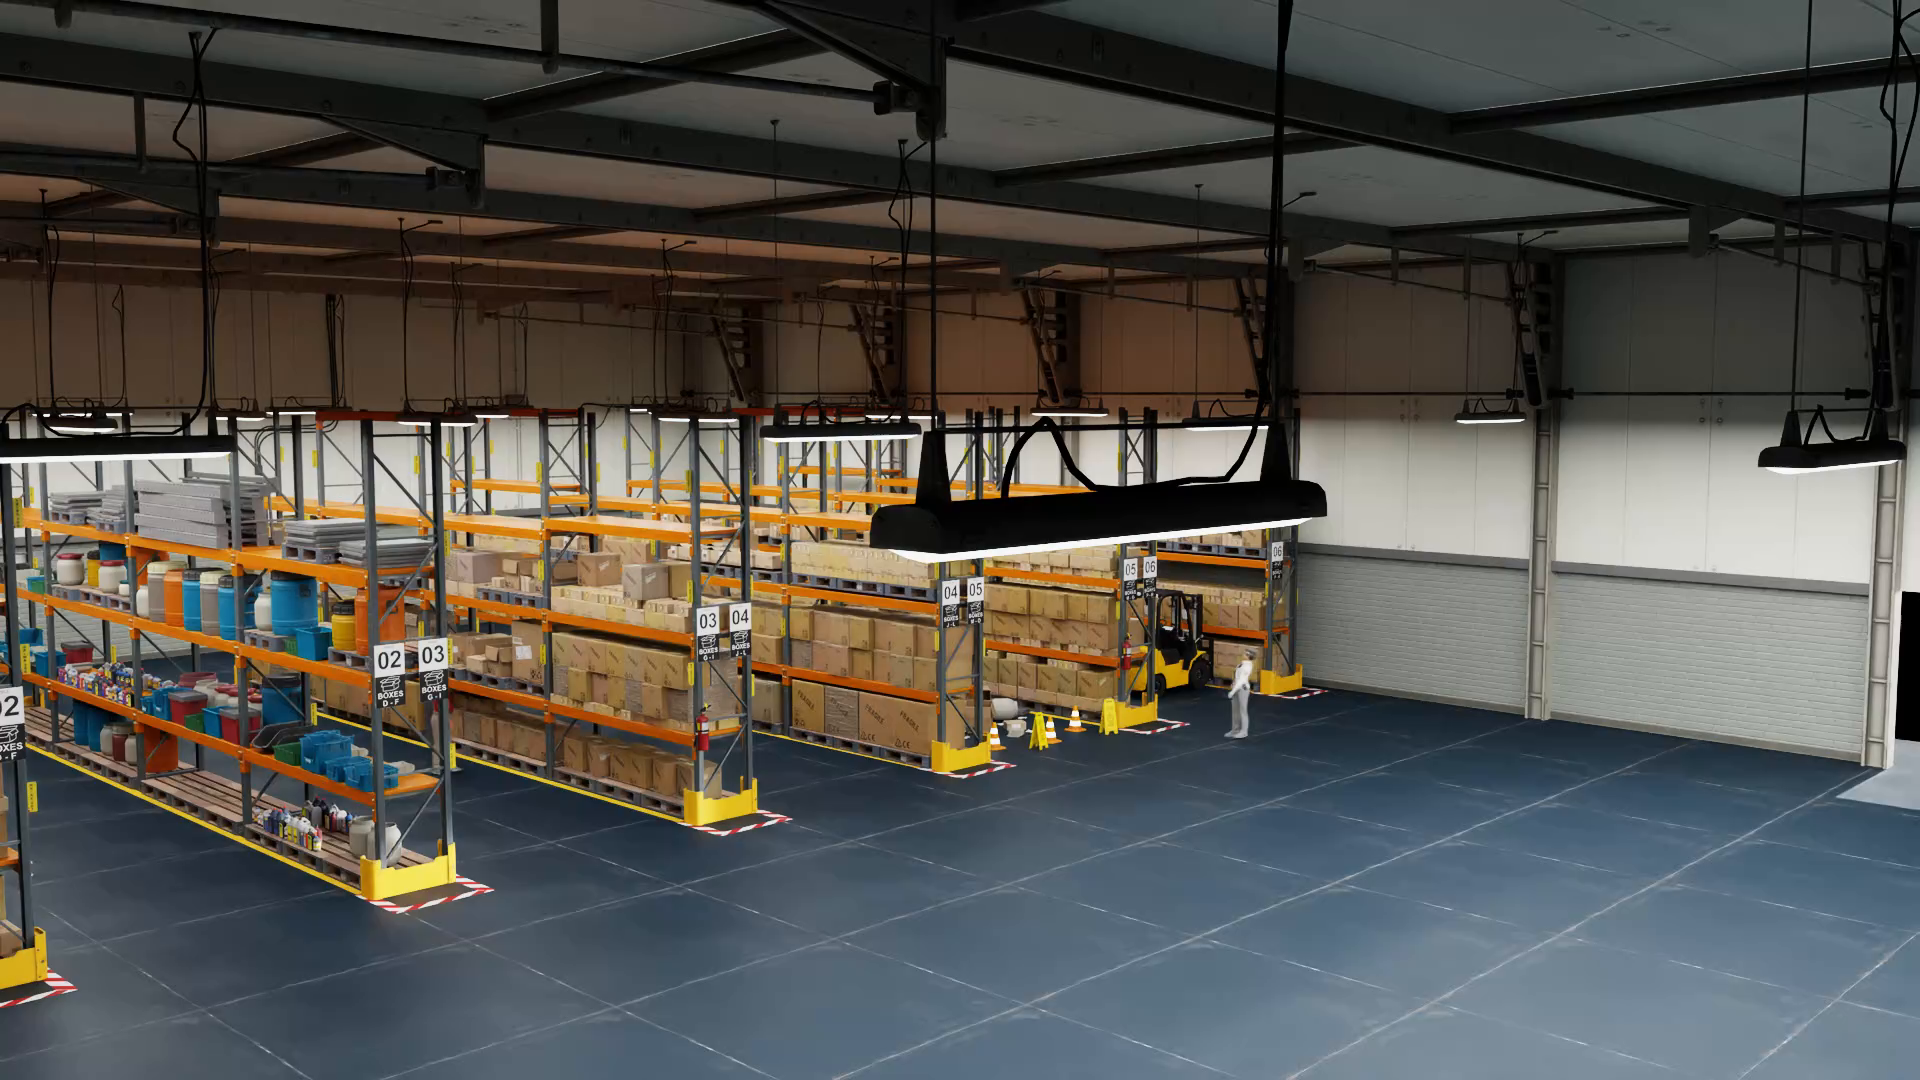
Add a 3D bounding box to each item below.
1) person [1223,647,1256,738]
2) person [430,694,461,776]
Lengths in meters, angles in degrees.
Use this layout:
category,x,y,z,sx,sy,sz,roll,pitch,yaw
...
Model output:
category,x,y,z,sx,sy,sz,roll,pitch,yaw
person,5.126,2.794,30.506,0.628,1.688,0.488,-2,6,-24
person,-8.554,3.030,27.627,0.475,1.746,0.576,0,5,-4
